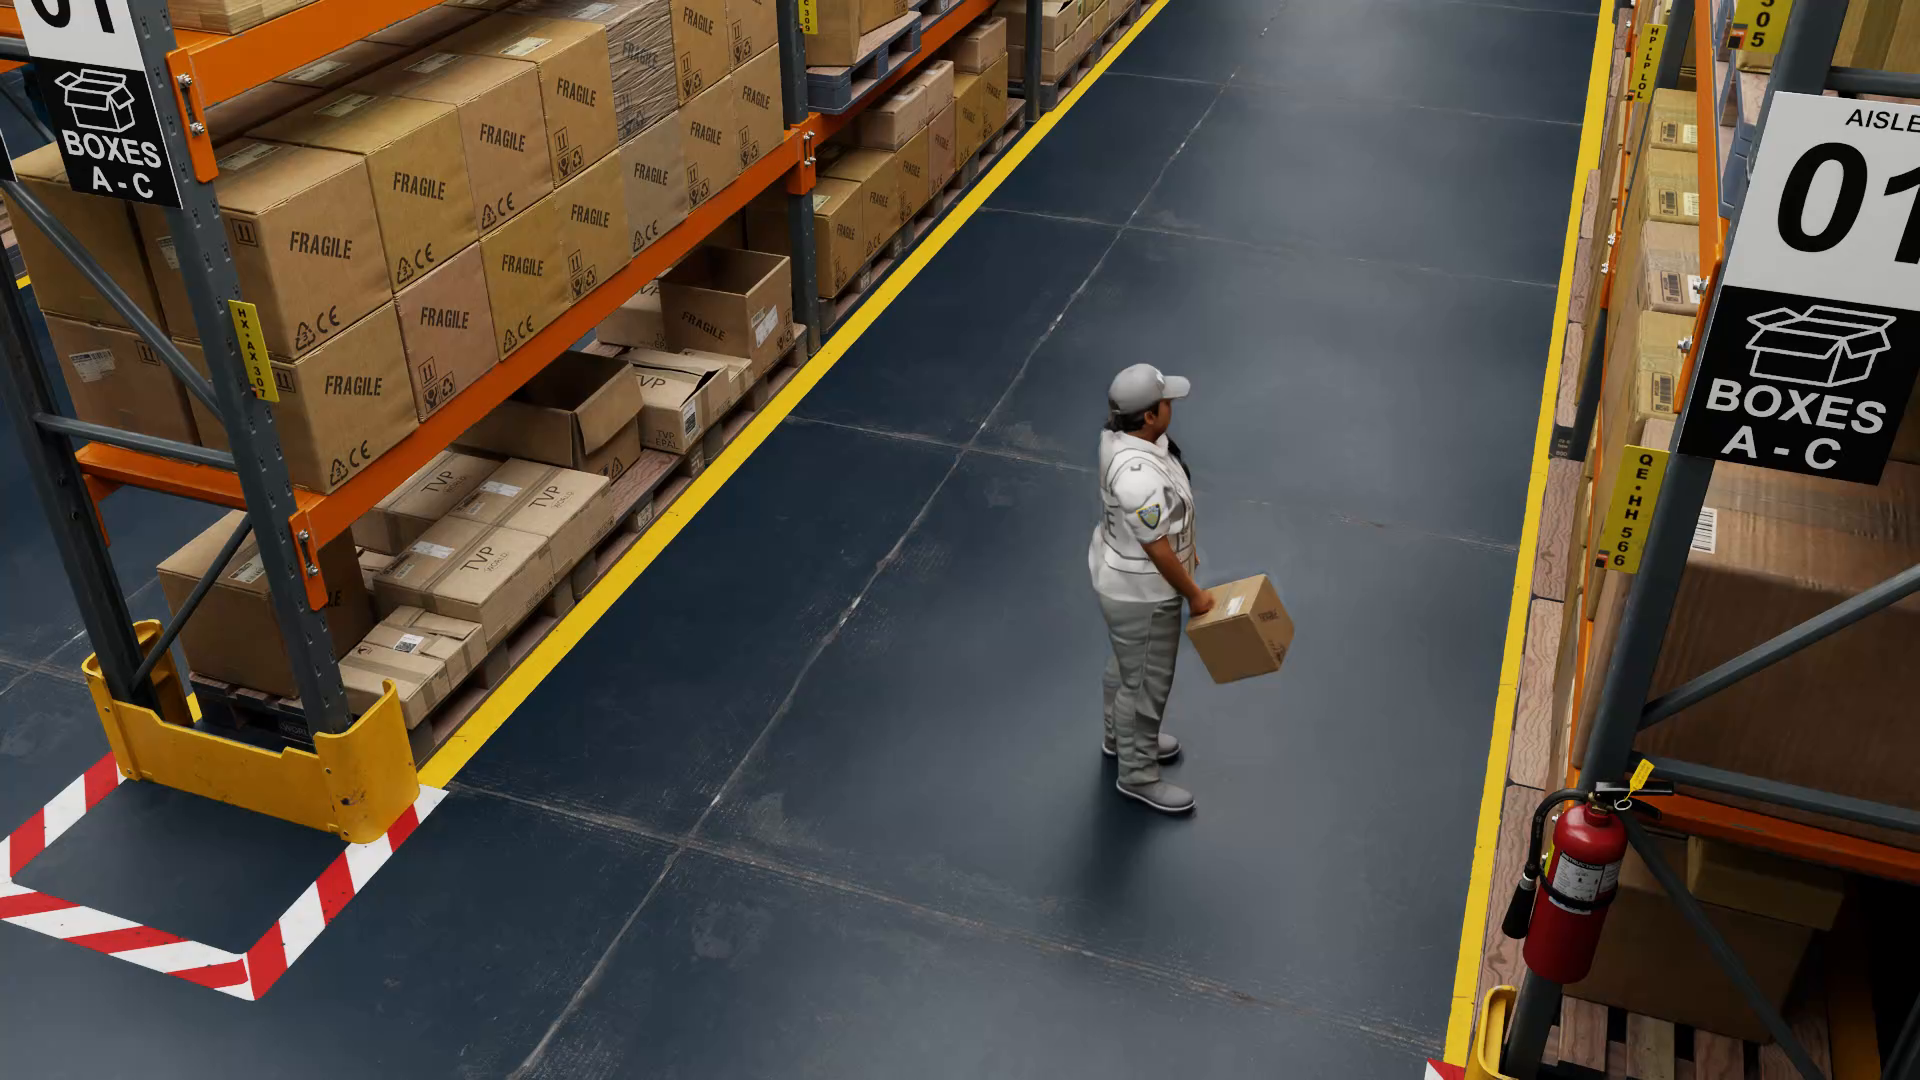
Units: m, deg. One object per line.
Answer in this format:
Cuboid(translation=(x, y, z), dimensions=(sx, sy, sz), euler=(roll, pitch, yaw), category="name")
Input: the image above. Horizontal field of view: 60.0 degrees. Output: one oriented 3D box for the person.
Cuboid(translation=(0.675, 0.161, 5.882), dimensions=(0.439, 1.674, 0.555), euler=(-1, 33, -1), category="person")
